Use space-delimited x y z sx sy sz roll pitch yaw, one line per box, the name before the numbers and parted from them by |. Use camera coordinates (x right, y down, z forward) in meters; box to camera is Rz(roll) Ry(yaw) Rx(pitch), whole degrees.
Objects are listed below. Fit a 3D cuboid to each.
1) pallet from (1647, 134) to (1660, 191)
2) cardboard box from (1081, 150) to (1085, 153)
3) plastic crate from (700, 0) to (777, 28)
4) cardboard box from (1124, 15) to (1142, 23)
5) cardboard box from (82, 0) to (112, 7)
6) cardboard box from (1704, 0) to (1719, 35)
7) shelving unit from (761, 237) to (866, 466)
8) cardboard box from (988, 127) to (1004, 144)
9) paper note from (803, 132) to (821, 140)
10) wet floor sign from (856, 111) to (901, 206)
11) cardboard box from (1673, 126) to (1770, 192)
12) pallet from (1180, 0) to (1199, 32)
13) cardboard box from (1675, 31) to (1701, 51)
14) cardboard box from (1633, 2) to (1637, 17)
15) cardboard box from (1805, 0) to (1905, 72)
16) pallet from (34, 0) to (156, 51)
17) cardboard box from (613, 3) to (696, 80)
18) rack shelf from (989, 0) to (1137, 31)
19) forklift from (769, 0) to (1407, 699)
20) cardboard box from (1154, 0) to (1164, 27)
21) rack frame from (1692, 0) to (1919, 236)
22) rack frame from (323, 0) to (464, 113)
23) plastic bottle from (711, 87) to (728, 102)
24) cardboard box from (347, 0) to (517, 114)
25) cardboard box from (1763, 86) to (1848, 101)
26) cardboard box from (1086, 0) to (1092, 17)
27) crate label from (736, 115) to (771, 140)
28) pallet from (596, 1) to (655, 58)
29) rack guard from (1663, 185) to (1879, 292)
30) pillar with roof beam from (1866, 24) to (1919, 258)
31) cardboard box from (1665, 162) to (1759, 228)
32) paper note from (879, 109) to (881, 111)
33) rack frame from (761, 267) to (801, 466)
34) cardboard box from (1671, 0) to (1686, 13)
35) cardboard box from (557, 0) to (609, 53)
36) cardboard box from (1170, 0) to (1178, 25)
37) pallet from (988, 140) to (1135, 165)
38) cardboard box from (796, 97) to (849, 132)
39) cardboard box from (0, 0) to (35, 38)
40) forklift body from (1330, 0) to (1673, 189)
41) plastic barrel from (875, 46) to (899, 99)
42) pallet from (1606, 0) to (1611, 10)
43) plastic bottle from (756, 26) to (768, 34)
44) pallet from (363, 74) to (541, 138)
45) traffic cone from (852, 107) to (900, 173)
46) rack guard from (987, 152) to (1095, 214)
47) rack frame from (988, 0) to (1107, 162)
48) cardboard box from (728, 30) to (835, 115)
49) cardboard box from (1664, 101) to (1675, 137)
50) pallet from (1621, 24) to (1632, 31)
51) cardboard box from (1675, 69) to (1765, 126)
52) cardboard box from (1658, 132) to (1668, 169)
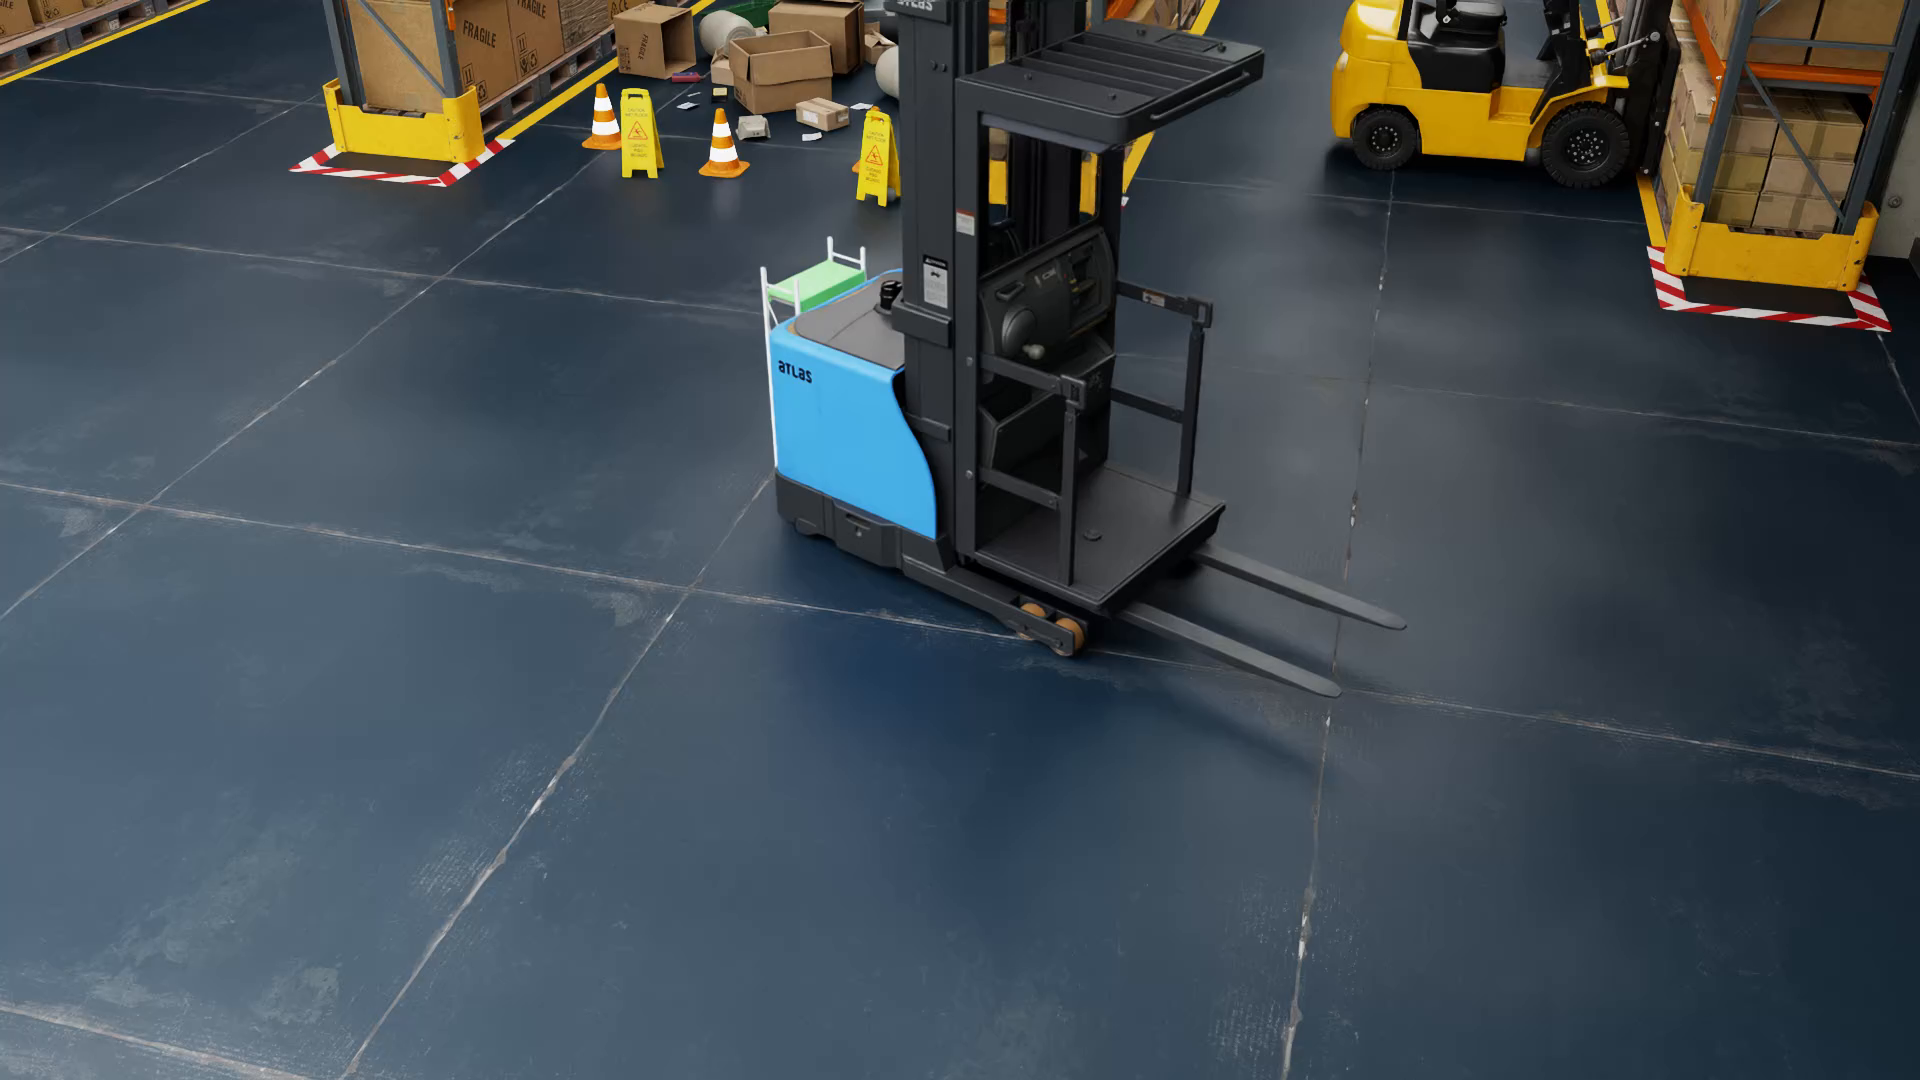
pallet | 5.768 -2.908 12.627 1.003 0.211 1.213 8 33 12
cardboard box | 0.973 -3.122 12.537 0.500 0.250 0.500 8 33 12
plastic crate | -2.075 -4.991 15.872 0.662 0.188 0.450 -28 32 -37
cardboard box | 1.107 -3.723 12.783 0.500 0.500 0.500 7 33 11
cardboard box | -8.430 -5.439 15.948 0.500 0.500 0.500 5 33 8
cardboard box | 5.314 -3.652 11.106 0.500 0.500 0.500 9 34 14
shelving unit | -0.719 -0.886 8.524 0.258 1.200 0.503 22 39 31
cardboard box | 0.451 -3.210 12.675 0.500 0.250 0.500 8 33 12
paper note | -1.185 -3.233 13.307 0.148 0.019 0.142 -3 33 -4
wet floor sign | -0.583 -2.778 12.019 0.267 0.644 0.232 20 38 29
cardboard box | 5.124 -2.574 11.208 0.500 0.250 0.500 8 33 12
pallet | 1.712 -5.028 15.962 1.003 0.211 1.213 8 33 12
cardboard box | 5.496 -3.562 12.296 0.500 0.250 0.500 7 33 11
cardboard box | 6.644 -4.975 15.103 0.875 0.625 0.625 8 33 12
cardboard box | 5.697 -3.312 10.571 0.500 0.500 0.500 9 34 14
pallet | -8.514 -4.984 15.894 1.003 0.211 1.213 8 33 12
cardboard box | -2.699 -4.423 14.739 0.500 0.500 0.500 14 35 21
rack shelf | 1.008 -4.459 13.138 1.077 0.370 4.000 8 33 12
forklift | 0.557 -1.041 7.156 3.031 2.935 1.130 23 39 31
cardboard box | 1.369 -4.261 13.629 0.500 0.500 0.500 10 34 15
rack frame | 5.303 -3.051 10.253 1.000 3.000 0.127 8 33 12
rack frame | -4.313 -4.346 12.290 1.000 3.000 0.127 8 33 12
plastic bottle | -2.047 -3.804 14.177 0.133 0.061 0.283 -3 33 -4
cardboard box | -4.205 -3.988 13.316 0.875 0.875 0.875 8 33 13
cardboard box | 5.731 -2.973 11.370 0.500 0.250 0.500 8 33 12
cardboard box | 0.787 -3.767 11.613 0.380 0.149 0.250 8 33 13
crate label | -1.659 -3.306 13.323 0.250 0.136 0.298 -8 33 -13
pallet | -3.567 -4.861 15.700 1.003 0.211 1.213 8 33 12
rack guard | 5.297 -1.983 10.904 1.175 0.500 0.348 8 33 12
pillar with roof beam | 2.187 -6.407 9.941 9.100 9.000 0.400 8 33 12
cardboard box | 5.116 -2.354 11.329 0.500 0.250 0.500 8 33 13
paper note | -0.693 -3.574 13.862 0.032 0.001 0.123 8 33 12
rack frame | -0.869 -0.783 8.361 0.240 1.200 0.015 22 39 31
cardboard box | 5.752 -4.093 13.132 0.500 0.250 0.500 8 33 12
cardboard box | -3.750 -4.917 14.778 0.875 0.875 0.875 8 33 13
cardboard box | 1.625 -4.790 14.461 0.500 0.500 0.500 8 33 12
pallet | 0.760 -3.004 12.779 1.003 0.211 1.213 8 33 12
cardboard box | -1.121 -3.476 13.580 0.380 0.149 0.250 28 42 36
cardboard box | -8.792 -4.833 14.995 0.500 0.500 0.500 17 36 25
forklift body | 4.019 -3.925 12.419 2.313 2.155 1.214 8 33 12
plastic barrel | -0.440 -3.915 14.014 0.421 0.421 0.512 -21 38 -29
pallet | 7.086 -5.603 16.868 1.003 0.211 1.213 8 33 12
plastic bottle | -1.908 -4.833 15.795 0.133 0.061 0.283 -8 33 -13
pallet | -4.186 -3.595 13.708 1.003 0.211 1.213 8 33 12
traffic cone | -0.638 -3.053 12.621 0.336 0.463 0.334 8 33 12
rack guard | 0.520 -2.709 12.046 1.175 0.500 0.348 8 33 12
rack frame | 0.500 -3.725 11.313 1.000 3.000 0.127 8 33 12
cardboard box | -1.503 -3.927 13.959 0.797 0.503 0.637 -14 35 -21
cardboard box | 5.372 -3.103 12.041 0.500 0.250 0.500 7 33 11
pallet | 6.467 -4.337 14.876 1.003 0.211 1.213 8 33 12
cardboard box | 5.242 -3.037 11.470 0.500 0.250 0.500 9 33 13
cardboard box | 5.387 -2.870 12.139 0.500 0.250 0.500 8 33 13
